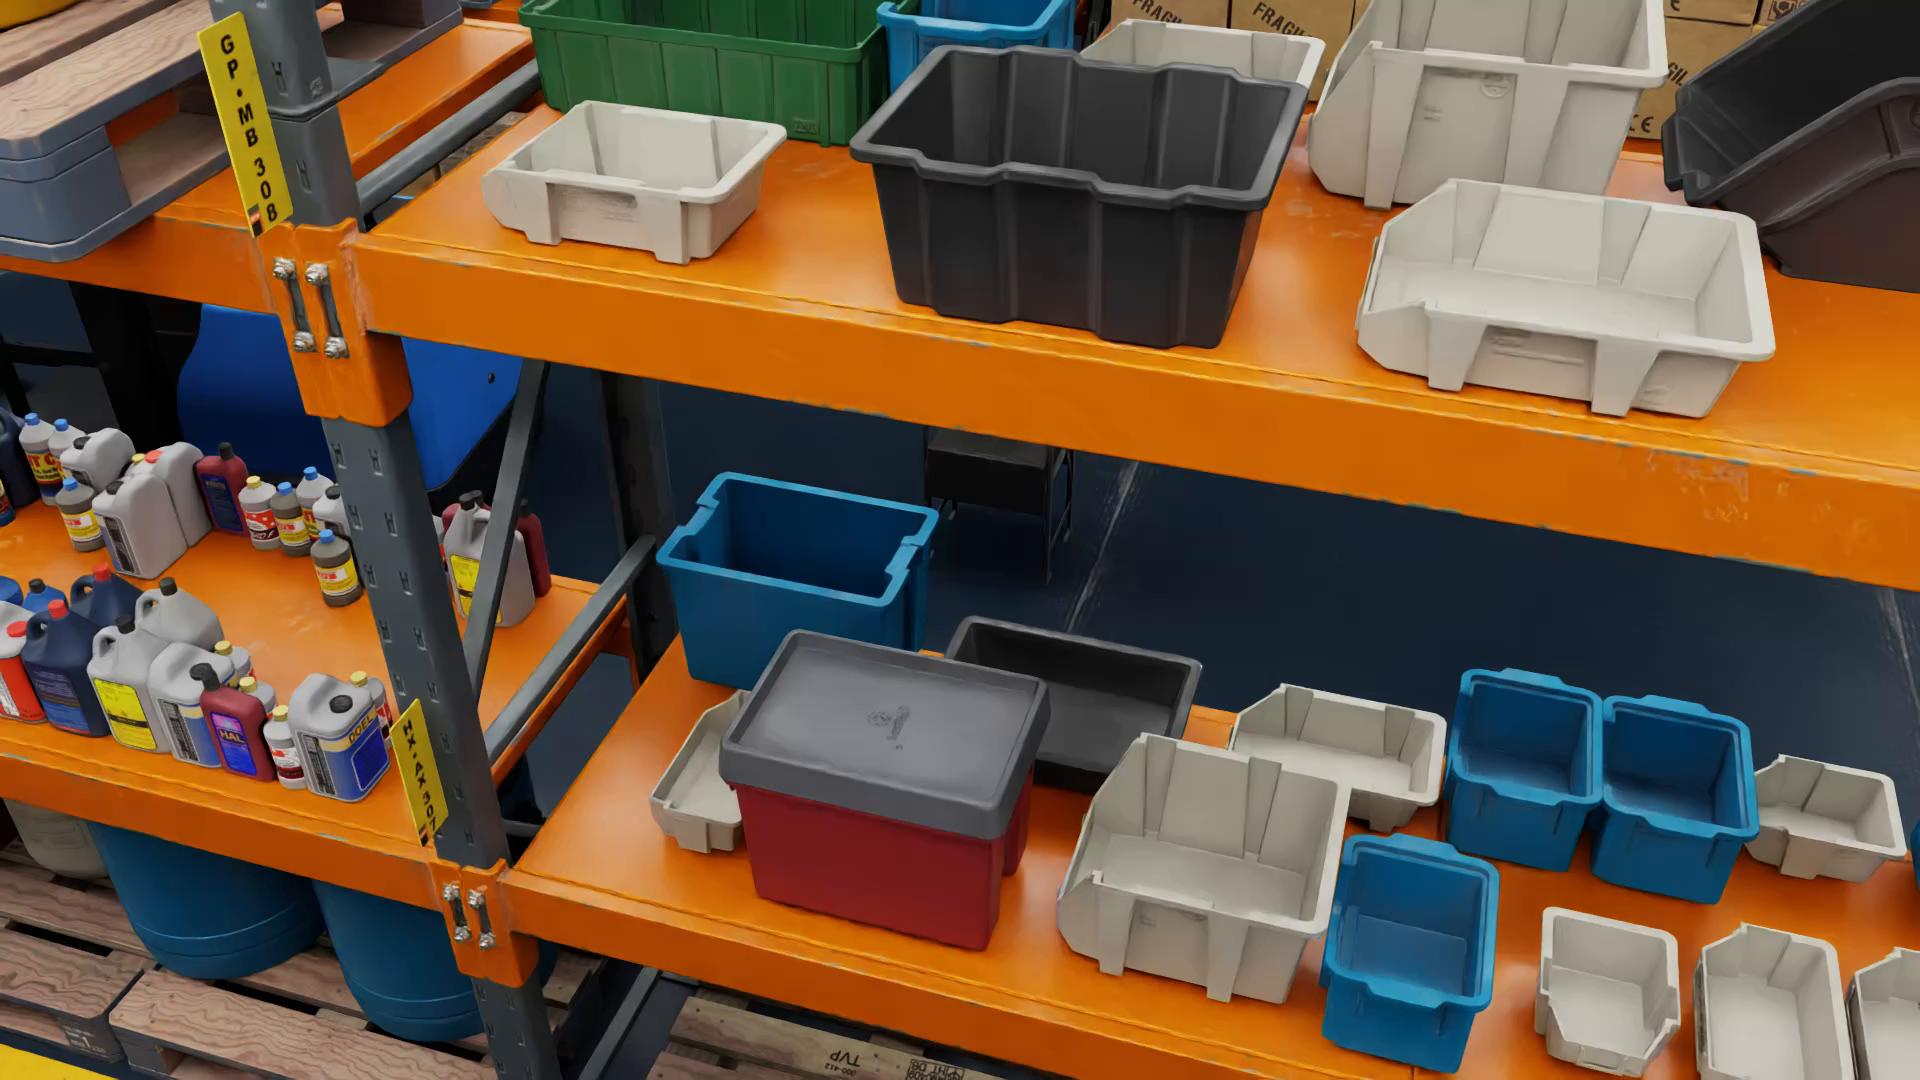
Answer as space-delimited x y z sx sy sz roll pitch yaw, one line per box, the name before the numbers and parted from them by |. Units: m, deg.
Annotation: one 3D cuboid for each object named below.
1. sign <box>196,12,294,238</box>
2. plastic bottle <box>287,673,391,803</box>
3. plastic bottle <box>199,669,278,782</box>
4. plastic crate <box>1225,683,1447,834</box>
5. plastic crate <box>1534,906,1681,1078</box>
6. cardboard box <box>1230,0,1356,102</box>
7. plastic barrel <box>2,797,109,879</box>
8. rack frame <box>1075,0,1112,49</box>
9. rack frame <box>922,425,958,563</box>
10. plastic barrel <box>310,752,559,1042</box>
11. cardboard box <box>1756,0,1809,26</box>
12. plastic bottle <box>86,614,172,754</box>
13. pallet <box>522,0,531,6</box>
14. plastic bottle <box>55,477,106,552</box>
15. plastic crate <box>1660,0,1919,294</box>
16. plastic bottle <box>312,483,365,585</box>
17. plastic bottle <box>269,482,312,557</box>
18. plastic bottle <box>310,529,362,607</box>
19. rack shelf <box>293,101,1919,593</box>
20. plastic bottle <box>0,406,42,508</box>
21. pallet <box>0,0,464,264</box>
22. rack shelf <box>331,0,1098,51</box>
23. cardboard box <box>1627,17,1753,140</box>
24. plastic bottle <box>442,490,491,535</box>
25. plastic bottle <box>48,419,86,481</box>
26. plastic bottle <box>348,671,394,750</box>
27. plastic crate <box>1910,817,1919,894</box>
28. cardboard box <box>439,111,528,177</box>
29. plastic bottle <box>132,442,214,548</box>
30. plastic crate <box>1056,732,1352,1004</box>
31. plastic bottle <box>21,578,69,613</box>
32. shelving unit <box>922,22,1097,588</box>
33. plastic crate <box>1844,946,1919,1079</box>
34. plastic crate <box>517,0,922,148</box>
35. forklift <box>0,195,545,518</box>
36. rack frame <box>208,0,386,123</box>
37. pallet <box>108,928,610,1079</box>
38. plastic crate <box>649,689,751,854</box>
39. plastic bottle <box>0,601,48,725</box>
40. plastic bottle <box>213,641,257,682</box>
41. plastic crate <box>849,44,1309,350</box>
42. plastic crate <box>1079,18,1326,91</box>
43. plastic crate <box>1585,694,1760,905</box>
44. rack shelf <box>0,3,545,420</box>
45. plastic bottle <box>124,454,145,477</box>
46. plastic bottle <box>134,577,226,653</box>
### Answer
sign | -1.086 -0.629 2.536 0.005 0.325 0.100 10 38 14
plastic bottle | -1.393 0.435 3.733 0.135 0.276 0.152 10 38 14
plastic bottle | -1.628 0.417 3.751 0.133 0.283 0.061 10 38 14
plastic crate | 0.831 0.492 3.723 0.466 0.136 0.293 10 38 14
plastic crate | 1.231 0.883 3.192 0.250 0.136 0.298 10 38 14
cardboard box | 1.455 -2.237 7.175 0.500 0.500 0.500 11 38 15
plastic barrel | -2.623 0.724 4.981 0.421 0.512 0.421 0 36 0
rack frame | 0.560 -2.530 7.657 0.127 3.000 1.000 10 38 14
rack frame | -0.075 -0.860 6.146 0.015 2.100 0.400 10 38 14
plastic barrel | -1.435 0.842 4.491 0.708 0.901 0.600 10 38 14
cardboard box | 3.389 -2.278 6.386 0.500 0.500 0.500 12 38 15
plastic bottle | -1.896 0.315 3.834 0.185 0.351 0.144 10 38 14
pallet | -1.400 -2.819 8.211 1.213 0.211 1.003 10 38 14
plastic bottle | -2.373 -0.076 4.491 0.097 0.201 0.097 0 36 0
plastic crate | 1.521 -0.630 2.597 0.767 0.338 0.504 10 38 14
plastic bottle | -1.598 -0.040 4.379 0.135 0.276 0.152 10 38 14
plastic bottle | -1.794 -0.063 4.473 0.097 0.201 0.097 0 36 0
plastic bottle | -1.618 0.064 4.300 0.097 0.201 0.097 0 36 0
rack shelf | 0.988 -0.293 2.694 4.000 0.370 1.077 10 38 14
plastic bottle | -2.691 -0.275 4.635 0.185 0.351 0.144 10 38 14
pallet | -1.698 -0.943 3.130 1.003 0.211 1.213 10 38 14
rack shelf | -1.349 -2.594 8.350 4.000 0.370 1.077 10 38 14
cardboard box | 2.899 -1.969 6.811 0.500 0.500 0.500 11 38 14
plastic bottle | -1.271 -0.011 4.333 0.133 0.283 0.061 10 38 14
plastic bottle | -2.457 -0.214 4.619 0.097 0.271 0.097 0 36 0
plastic bottle | -1.374 0.391 3.855 0.097 0.201 0.097 0 36 0
plastic crate | 2.132 0.676 3.392 0.300 0.233 0.416 10 38 14
cardboard box | -2.407 -2.076 8.778 0.500 0.500 0.500 9 37 12
plastic bottle | -2.133 -0.139 4.513 0.135 0.276 0.152 10 38 14
plastic crate | 0.482 0.670 3.359 0.530 0.282 0.437 10 38 14
plastic bottle | -2.204 0.209 4.043 0.097 0.271 0.097 0 36 0
shelving unit | 0.158 -0.816 6.088 0.503 2.100 0.431 10 38 14
plastic crate | 1.793 0.960 3.087 0.243 0.136 0.396 10 38 14
plastic crate | -0.426 -0.947 3.154 0.662 0.188 0.450 10 38 14
forklift | -3.409 -1.583 6.428 3.031 2.935 1.130 7 37 9
rack frame | -0.921 -2.144 2.072 0.127 3.000 1.000 10 38 14
pallet | -1.645 1.235 4.894 1.213 0.211 1.003 10 38 14
plastic crate | -0.519 0.517 3.689 0.243 0.136 0.396 10 38 14
plastic bottle | -2.223 0.281 3.942 0.135 0.276 0.152 10 38 14
plastic bottle | -1.722 0.327 3.943 0.097 0.201 0.097 0 36 0
plastic crate | 0.183 -0.509 2.490 0.590 0.269 0.497 10 38 14
plastic crate | 0.407 -0.820 3.026 0.466 0.136 0.293 10 38 14
plastic crate | 1.503 0.560 3.550 0.300 0.233 0.416 10 38 14
rack shelf | -2.830 -1.000 3.654 4.000 0.370 1.077 10 38 14
plastic bottle | -2.235 -0.145 4.584 0.097 0.201 0.097 0 36 0
plastic bottle | -1.853 0.233 3.945 0.185 0.351 0.144 10 38 14
